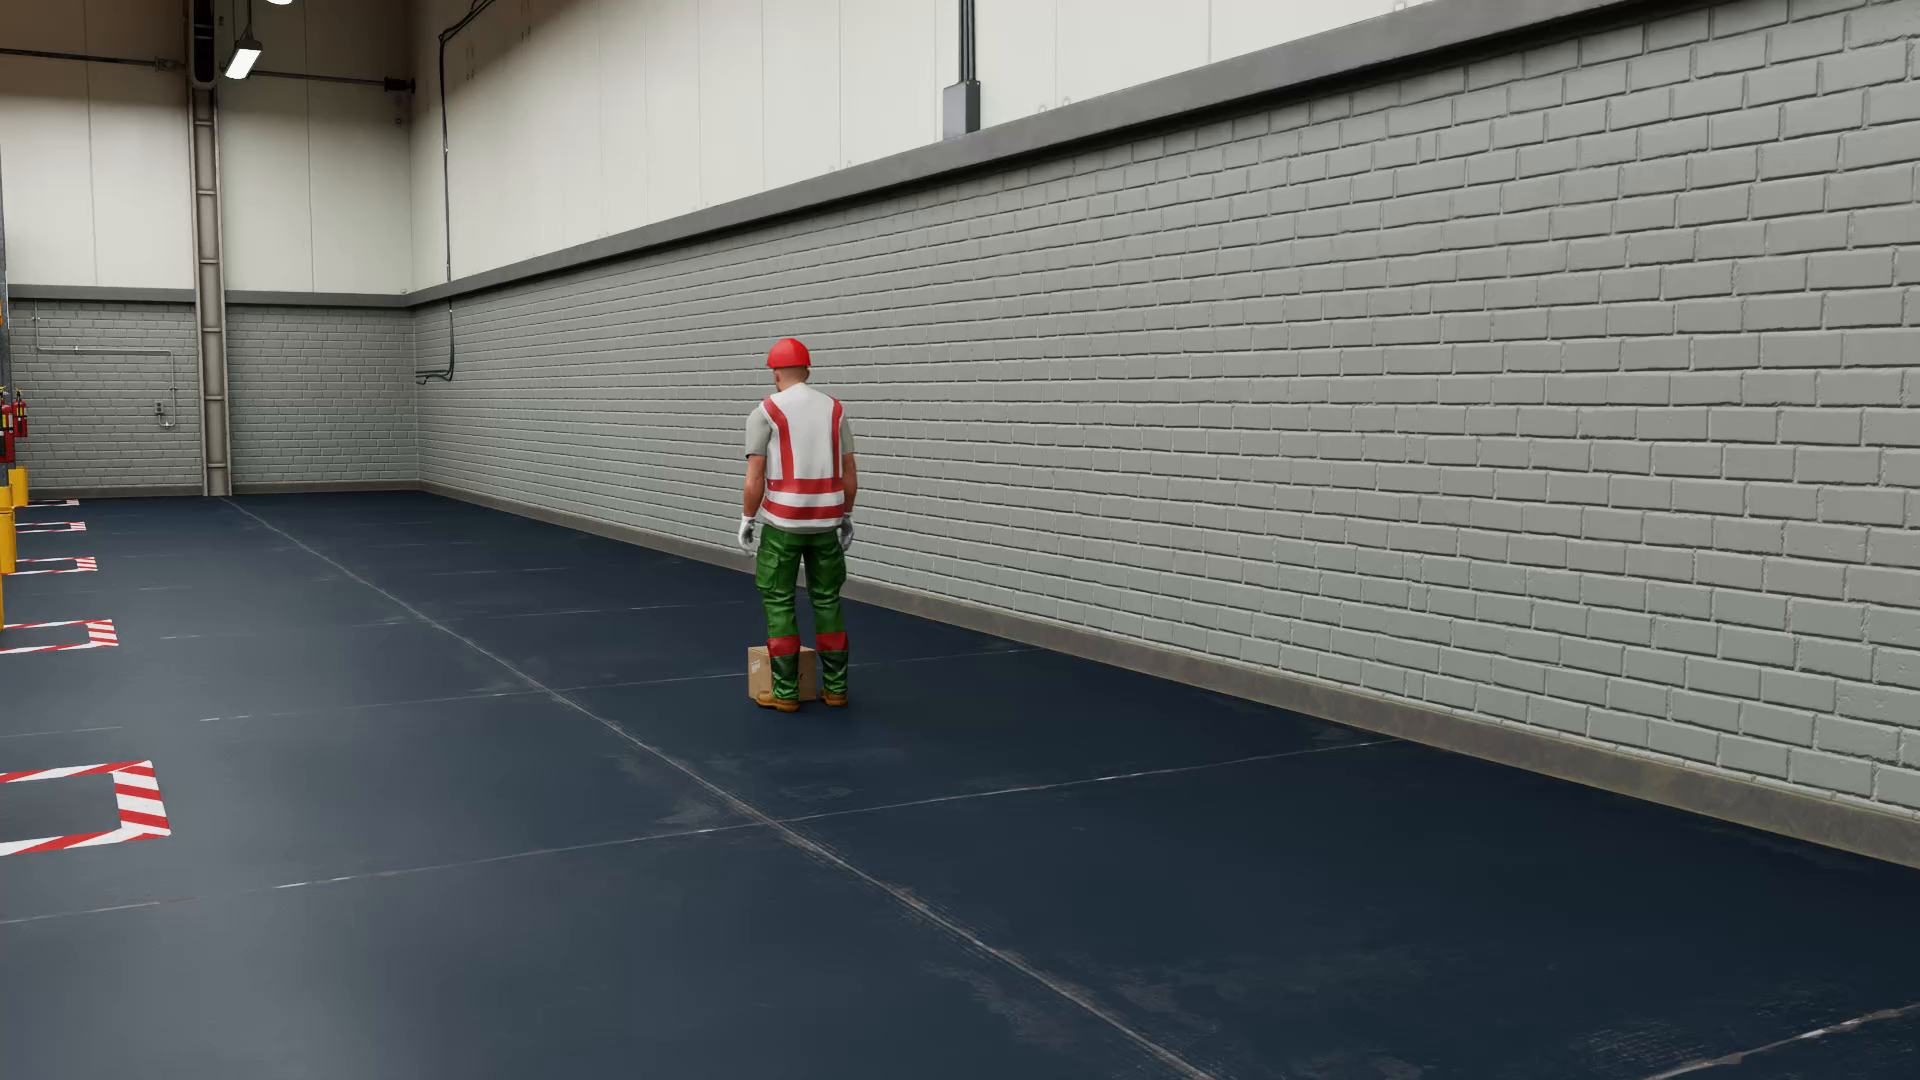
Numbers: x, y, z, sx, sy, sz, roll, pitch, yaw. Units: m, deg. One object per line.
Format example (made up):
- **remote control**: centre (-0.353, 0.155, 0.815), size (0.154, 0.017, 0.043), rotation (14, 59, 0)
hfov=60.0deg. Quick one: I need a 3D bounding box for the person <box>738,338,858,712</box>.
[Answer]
- **person**: centre (-0.775, -0.079, 8.010), size (0.608, 1.780, 0.448), rotation (-3, 6, -28)
